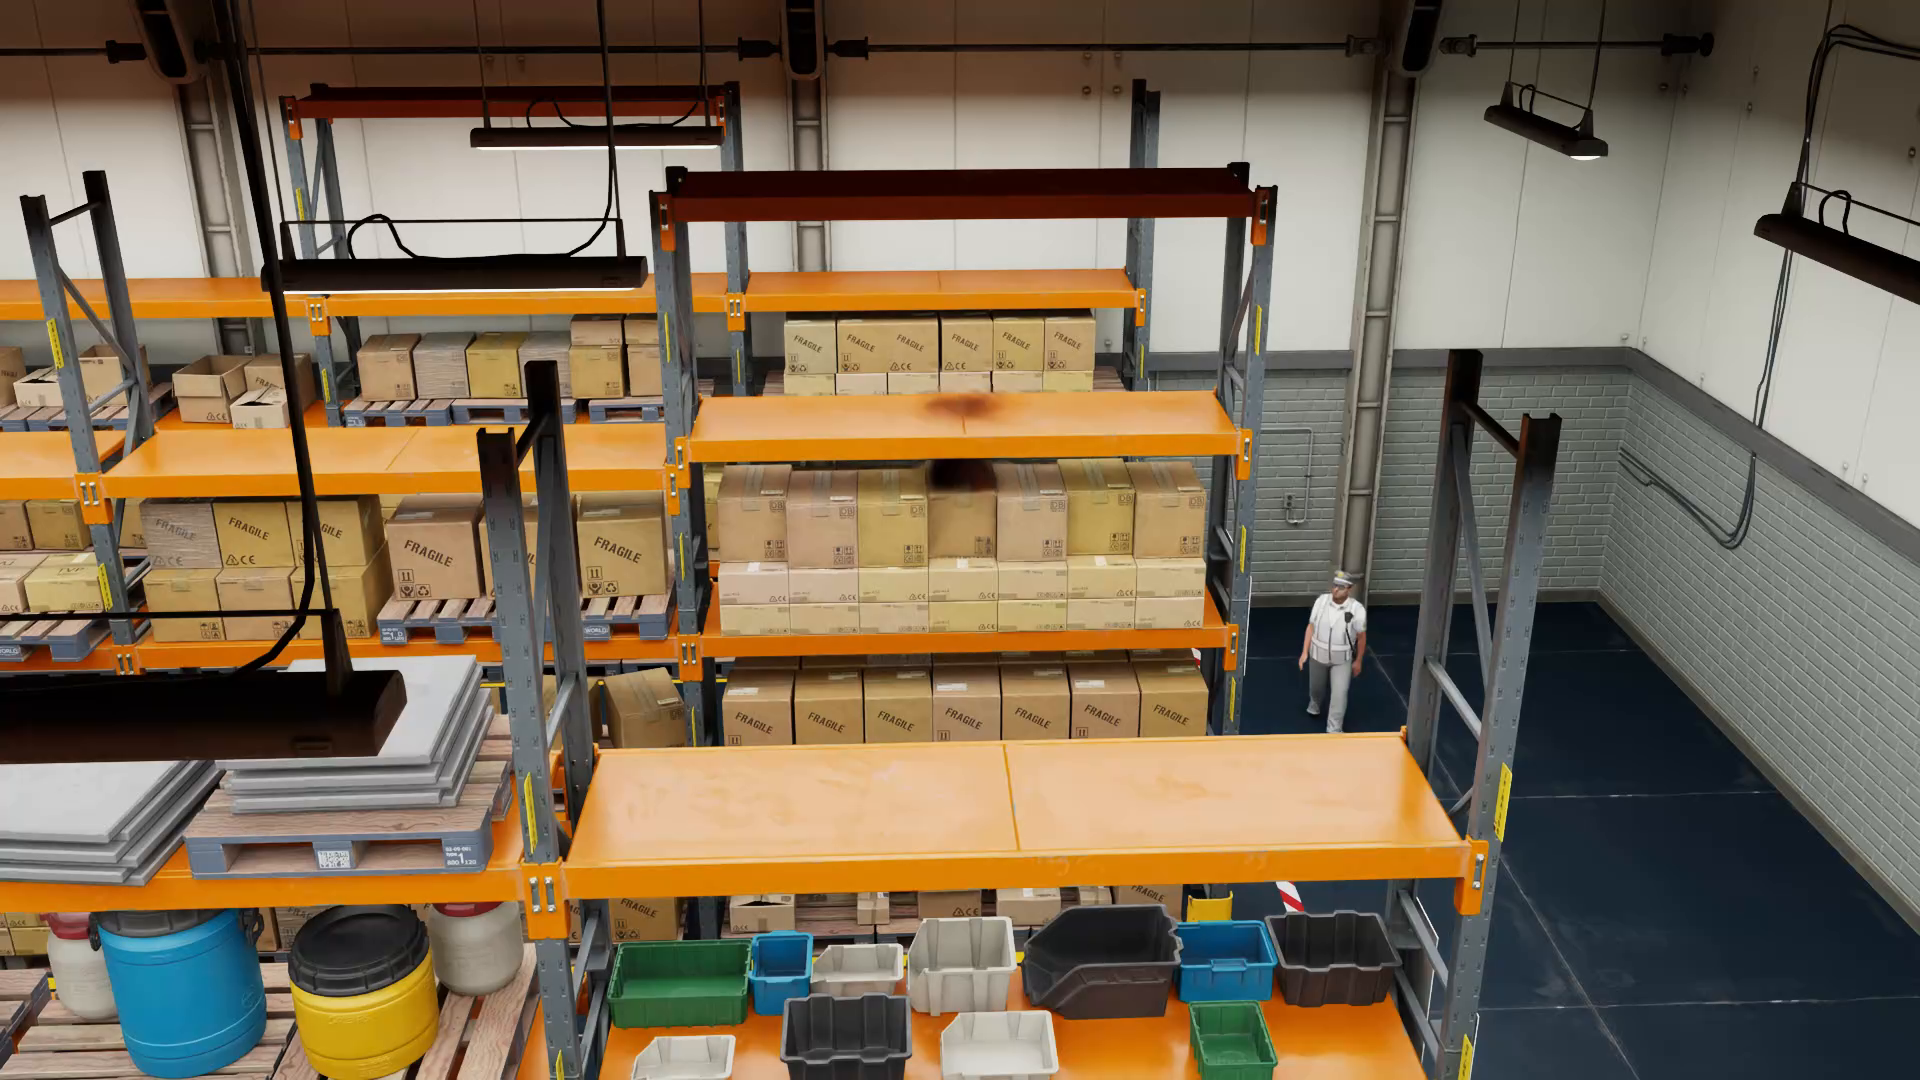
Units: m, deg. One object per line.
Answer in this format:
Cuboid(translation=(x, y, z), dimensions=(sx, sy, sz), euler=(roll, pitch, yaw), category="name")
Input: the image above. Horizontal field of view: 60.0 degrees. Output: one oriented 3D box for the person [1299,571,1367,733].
Cuboid(translation=(3.615, 1.103, 16.141), dimensions=(0.612, 1.733, 1.028), euler=(5, 23, 12), category="person")
